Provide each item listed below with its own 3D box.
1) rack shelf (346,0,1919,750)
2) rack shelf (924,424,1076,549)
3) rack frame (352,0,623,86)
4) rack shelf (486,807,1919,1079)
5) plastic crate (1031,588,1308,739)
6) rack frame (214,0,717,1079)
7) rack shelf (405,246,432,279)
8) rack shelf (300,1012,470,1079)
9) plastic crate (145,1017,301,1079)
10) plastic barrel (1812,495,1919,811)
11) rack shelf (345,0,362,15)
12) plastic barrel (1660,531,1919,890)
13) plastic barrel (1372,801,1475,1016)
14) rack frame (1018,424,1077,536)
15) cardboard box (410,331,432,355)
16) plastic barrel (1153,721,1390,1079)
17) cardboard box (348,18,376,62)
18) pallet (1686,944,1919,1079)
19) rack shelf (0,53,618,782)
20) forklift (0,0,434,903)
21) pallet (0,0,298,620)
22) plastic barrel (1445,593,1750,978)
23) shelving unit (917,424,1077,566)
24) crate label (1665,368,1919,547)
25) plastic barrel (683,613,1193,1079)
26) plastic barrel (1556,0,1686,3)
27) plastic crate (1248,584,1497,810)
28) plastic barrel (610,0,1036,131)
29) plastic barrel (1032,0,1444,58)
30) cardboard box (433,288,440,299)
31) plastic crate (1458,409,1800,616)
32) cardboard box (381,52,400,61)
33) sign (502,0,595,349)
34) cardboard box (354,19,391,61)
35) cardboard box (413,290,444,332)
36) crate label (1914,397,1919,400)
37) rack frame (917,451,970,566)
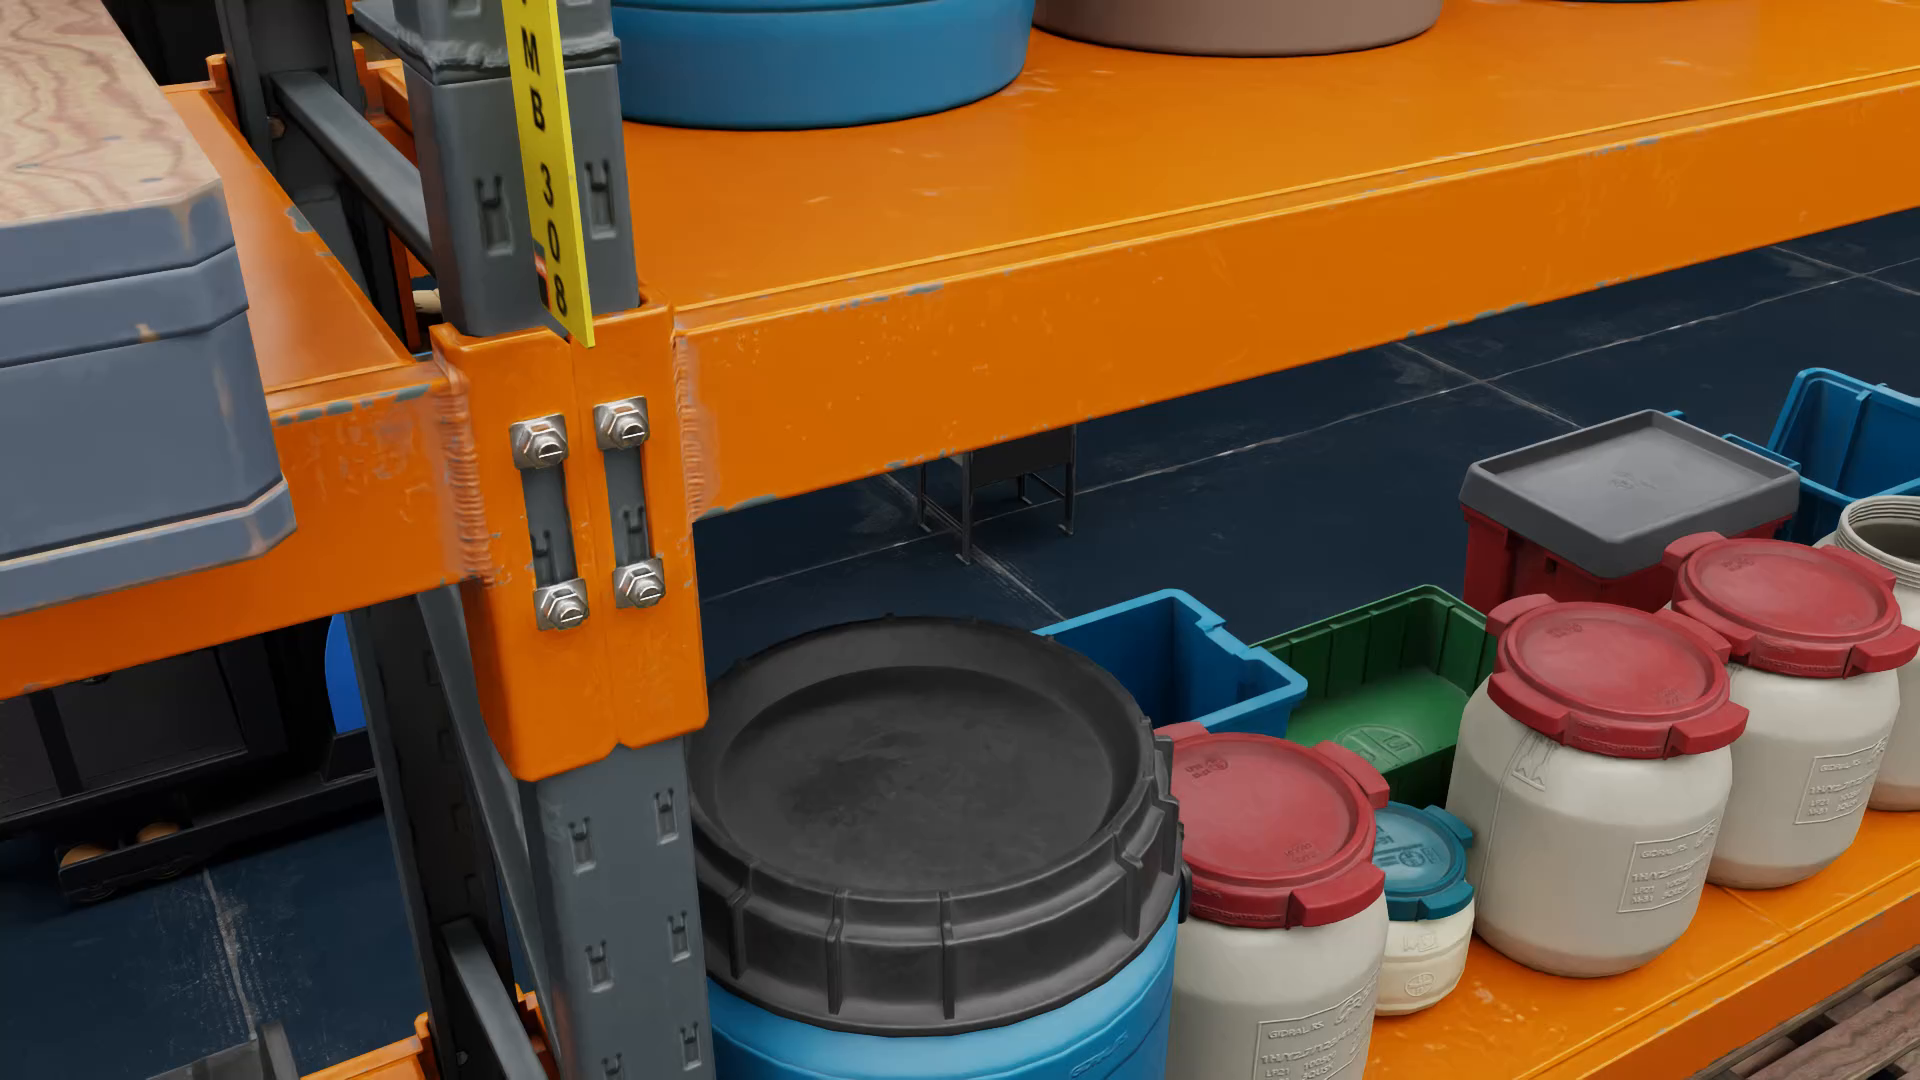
[{"bbox_3d":[1.188,-0.691,2.537,4.000,0.370,1.077,-16,33,-26],"label":"rack shelf"},{"bbox_3d":[0.143,-0.335,6.661,0.480,0.518,0.431,-16,33,-26],"label":"rack shelf"},{"bbox_3d":[-0.537,-1.829,0.752,0.127,3.000,1.000,-16,33,-26],"label":"rack frame"},{"bbox_3d":[1.188,0.622,3.262,4.000,0.370,1.077,-16,33,-26],"label":"rack shelf"},{"bbox_3d":[0.257,0.404,2.929,0.575,0.384,0.392,-16,33,-26],"label":"plastic crate"},{"bbox_3d":[-0.537,0.797,2.201,0.127,3.000,1.000,-16,33,-26],"label":"rack frame"},{"bbox_3d":[-1.319,-1.442,7.003,4.000,0.370,1.077,-16,33,-26],"label":"rack shelf"},{"bbox_3d":[-2.261,1.602,1.488,4.000,0.370,1.077,-16,33,-26],"label":"rack shelf"},{"bbox_3d":[-1.053,0.899,2.080,0.504,0.338,0.767,-16,33,-26],"label":"plastic crate"},{"bbox_3d":[1.770,0.213,3.144,0.421,0.512,0.421,0,29,0],"label":"plastic barrel"},{"bbox_3d":[-3.831,-3.505,10.740,4.000,0.370,1.077,-16,33,-26],"label":"rack shelf"},{"bbox_3d":[1.405,0.309,2.945,0.433,0.535,0.433,0,29,0],"label":"plastic barrel"},{"bbox_3d":[0.682,0.598,2.706,0.301,0.262,0.301,0,29,0],"label":"plastic barrel"},{"bbox_3d":[0.353,-1.020,6.424,0.015,2.100,0.400,-16,33,-26],"label":"rack frame"},{"bbox_3d":[-2.126,-0.611,6.583,0.500,0.311,0.500,-16,33,-27],"label":"cardboard box"},{"bbox_3d":[0.399,0.595,2.427,0.433,0.535,0.433,0,29,0],"label":"plastic barrel"},{"bbox_3d":[-4.105,-3.182,10.767,0.500,0.250,0.500,-17,33,-28],"label":"cardboard box"},{"bbox_3d":[2.224,1.212,4.335,1.213,0.211,1.003,-16,33,-26],"label":"pallet"},{"bbox_3d":[-2.261,0.288,0.763,4.000,0.370,1.077,-16,33,-26],"label":"rack shelf"},{"bbox_3d":[-2.535,-0.524,4.666,3.031,2.935,1.130,-16,33,-26],"label":"forklift"},{"bbox_3d":[-1.109,-0.216,1.128,1.003,0.211,1.213,-16,33,-26],"label":"pallet"},{"bbox_3d":[1.032,0.415,2.753,0.433,0.535,0.433,0,29,0],"label":"plastic barrel"},{"bbox_3d":[0.143,-0.960,6.316,0.503,2.100,0.431,-16,33,-26],"label":"shelving unit"},{"bbox_3d":[1.918,-0.067,3.730,0.616,0.435,0.502,-16,33,-26],"label":"crate label"},{"bbox_3d":[-0.050,0.609,2.023,0.708,0.901,0.600,-16,33,-26],"label":"plastic barrel"},{"bbox_3d":[0.920,-1.271,2.325,0.708,0.901,0.600,-16,33,-26],"label":"plastic barrel"},{"bbox_3d":[0.822,0.346,3.238,0.662,0.188,0.450,-16,33,-26],"label":"plastic crate"},{"bbox_3d":[-0.208,-0.951,1.745,0.708,0.901,0.600,-16,33,-26],"label":"plastic barrel"},{"bbox_3d":[0.356,-1.111,2.035,0.600,0.901,0.600,0,29,0],"label":"plastic barrel"},{"bbox_3d":[-1.962,-0.963,7.220,0.500,0.311,0.500,-16,33,-26],"label":"cardboard box"},{"bbox_3d":[1.364,0.058,3.474,0.583,0.464,0.402,-16,33,-26],"label":"plastic crate"},{"bbox_3d":[-1.918,-1.621,6.480,0.500,0.500,0.500,-13,32,-23],"label":"cardboard box"},{"bbox_3d":[-0.268,-0.288,1.054,0.005,0.325,0.100,-16,33,-26],"label":"sign"},{"bbox_3d":[-3.666,-3.296,10.974,0.500,0.250,0.500,-16,33,-27],"label":"cardboard box"},{"bbox_3d":[-2.394,-0.841,7.001,0.500,0.311,0.500,-15,32,-25],"label":"cardboard box"},{"bbox_3d":[2.359,-0.162,4.112,0.416,0.233,0.303,-16,33,-26],"label":"crate label"},{"bbox_3d":[-0.068,-0.900,6.208,0.015,2.100,0.400,-16,33,-26],"label":"rack frame"}]
